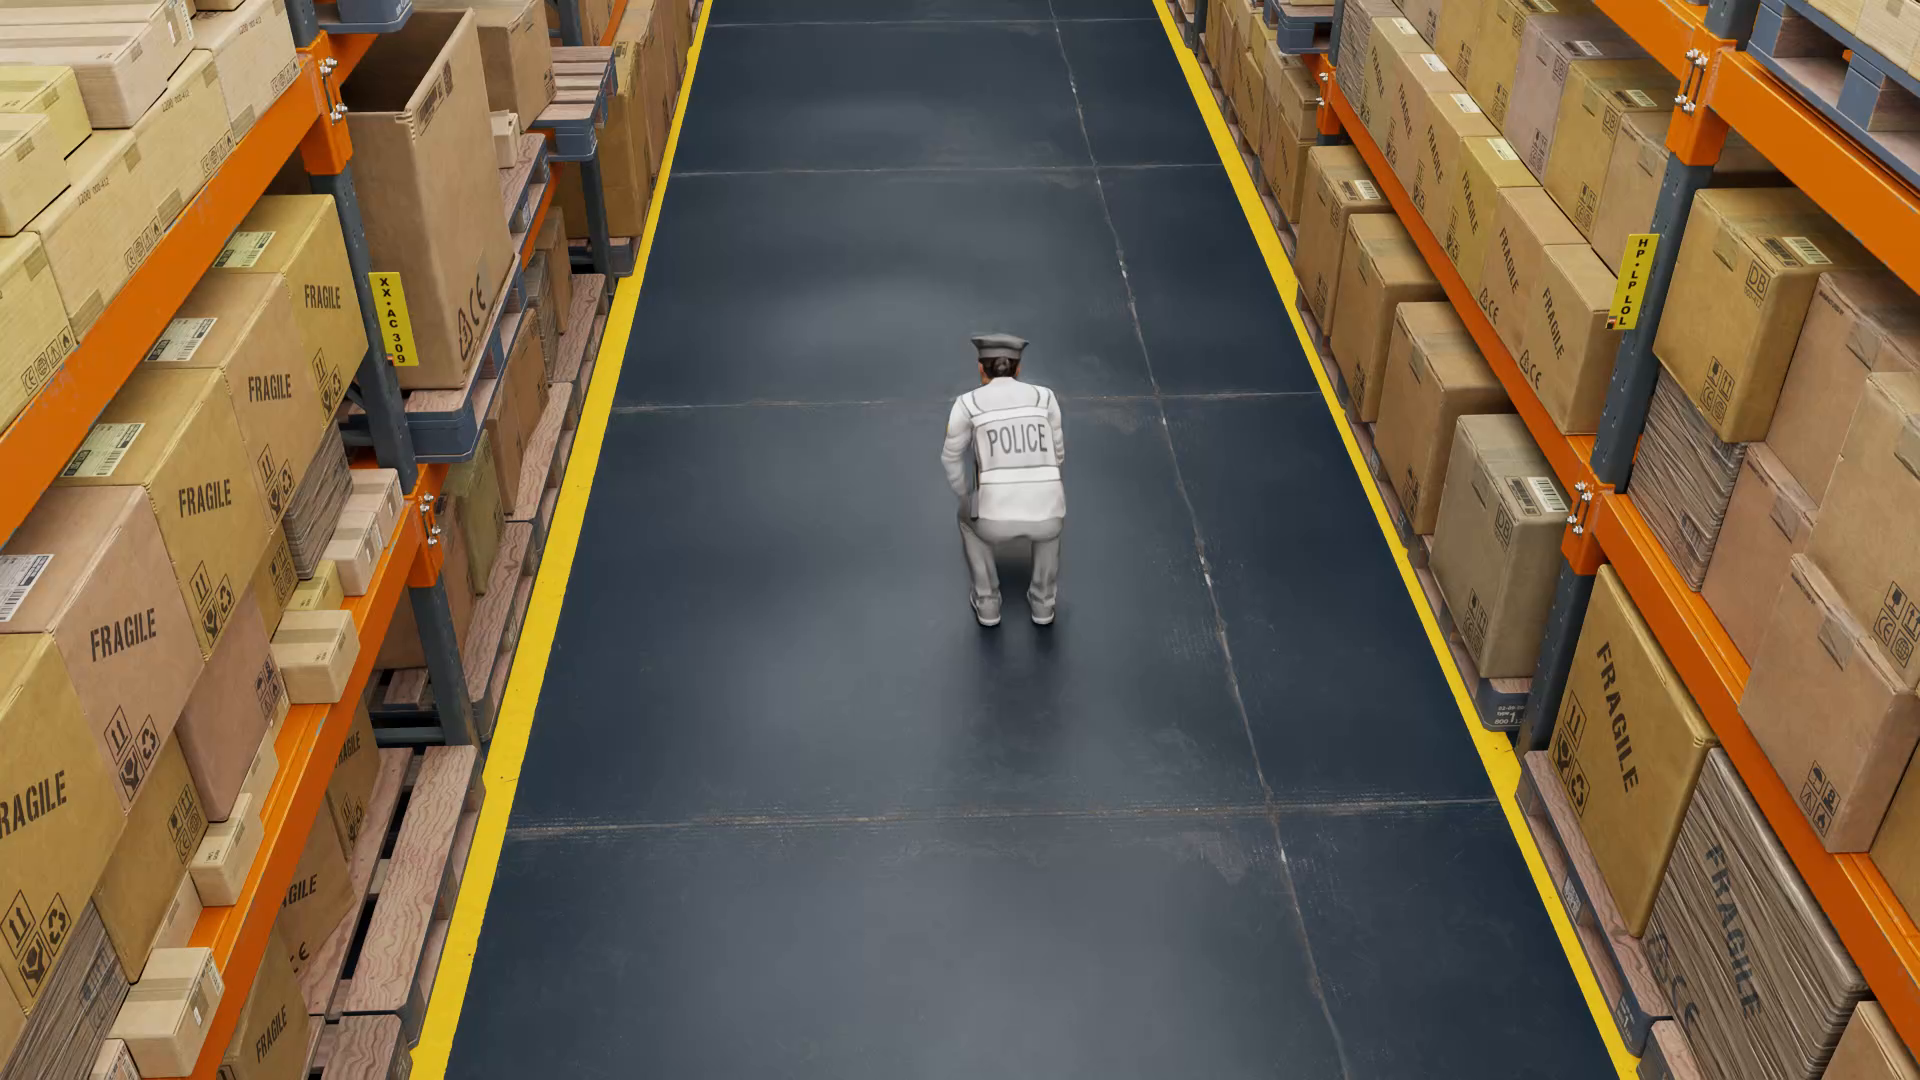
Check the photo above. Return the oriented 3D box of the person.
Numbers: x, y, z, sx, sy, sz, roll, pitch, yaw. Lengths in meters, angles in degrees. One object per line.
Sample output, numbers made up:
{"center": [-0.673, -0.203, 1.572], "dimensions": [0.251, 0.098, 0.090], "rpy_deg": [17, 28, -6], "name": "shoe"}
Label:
{"center": [0.186, -0.233, 6.910], "dimensions": [0.520, 1.163, 0.796], "rpy_deg": [-2, 35, -2], "name": "person"}
